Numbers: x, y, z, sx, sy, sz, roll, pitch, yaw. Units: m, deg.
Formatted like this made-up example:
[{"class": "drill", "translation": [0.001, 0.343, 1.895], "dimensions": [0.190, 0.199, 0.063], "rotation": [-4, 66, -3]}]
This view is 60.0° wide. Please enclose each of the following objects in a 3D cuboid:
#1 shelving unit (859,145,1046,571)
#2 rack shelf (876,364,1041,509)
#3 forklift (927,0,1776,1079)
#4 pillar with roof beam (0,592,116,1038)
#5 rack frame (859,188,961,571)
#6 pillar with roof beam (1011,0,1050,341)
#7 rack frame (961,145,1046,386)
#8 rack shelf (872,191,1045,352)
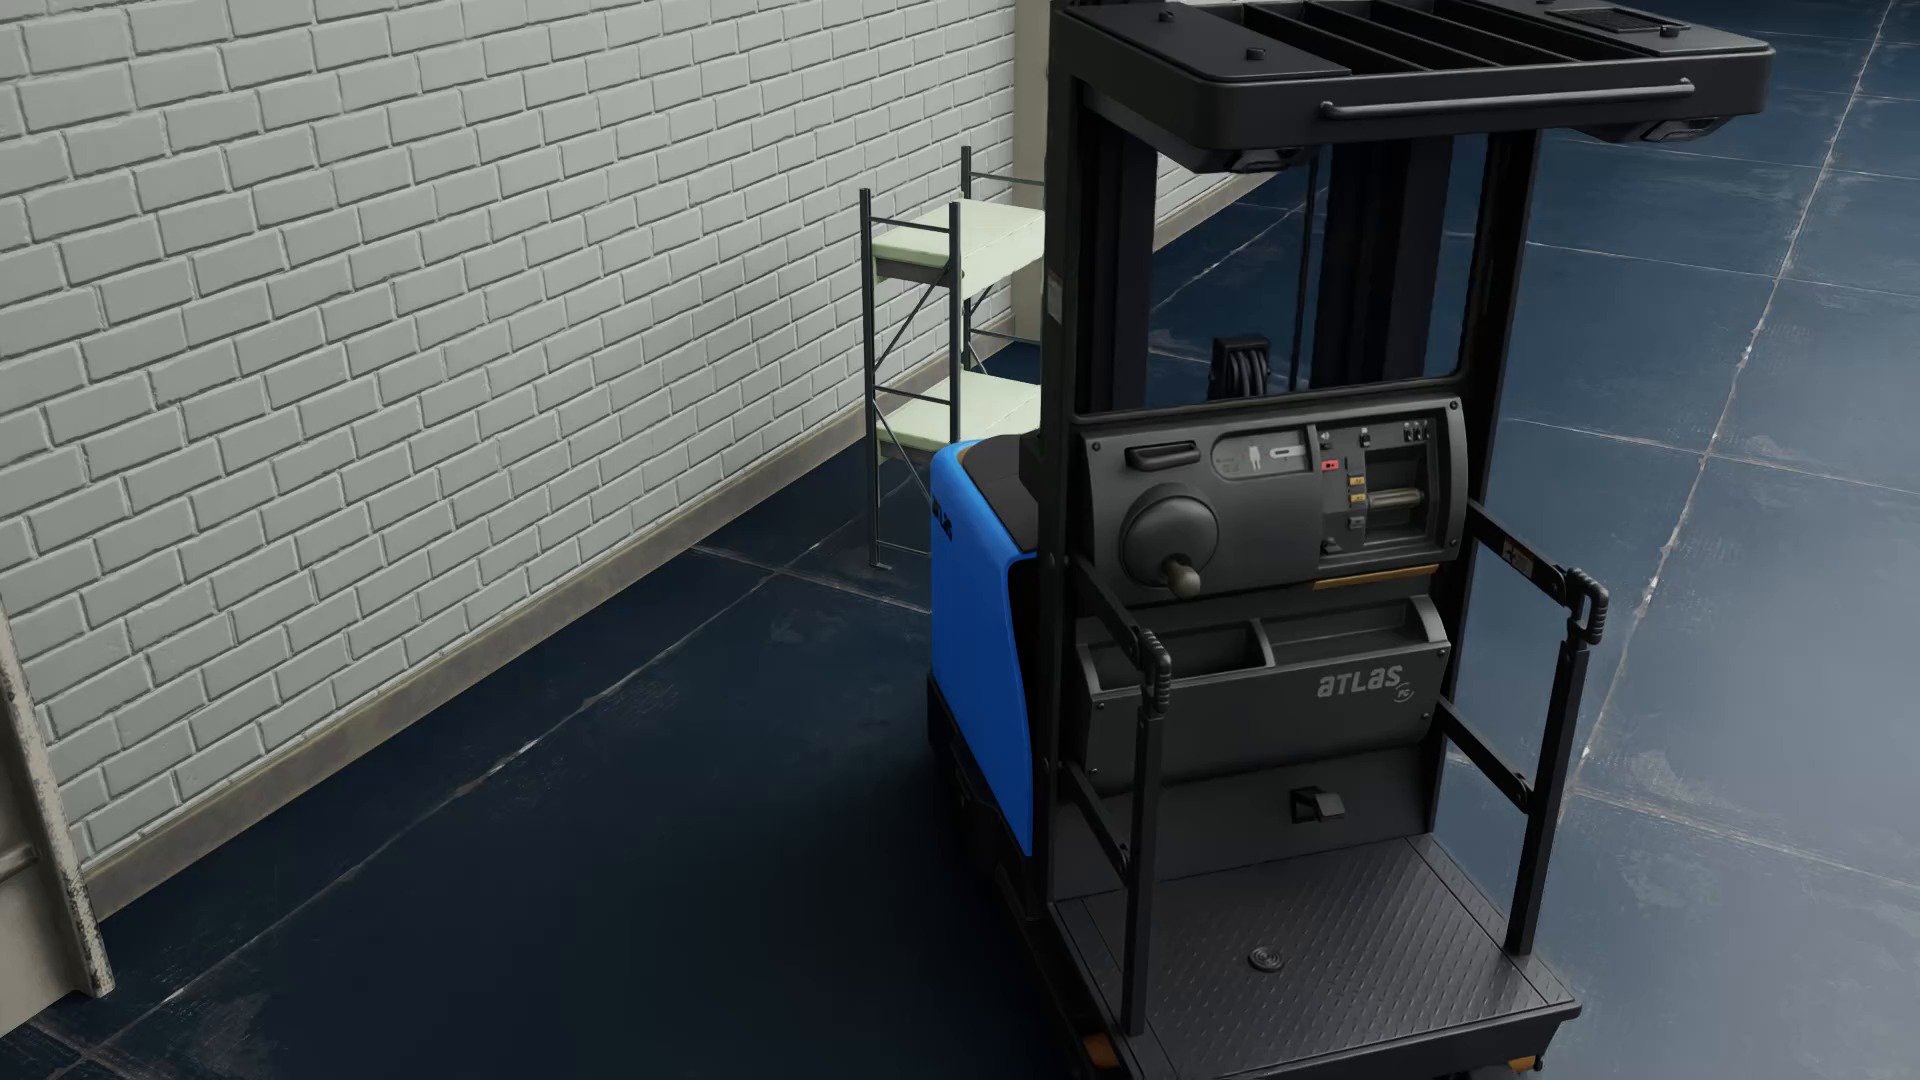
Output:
[{"class": "shelving unit", "translation": [0.003, -0.673, 6.419], "dimensions": [0.431, 1.500, 0.755], "rotation": [14, 30, 26]}, {"class": "rack shelf", "translation": [0.003, -0.382, 6.565], "dimensions": [0.431, 0.370, 0.720], "rotation": [14, 30, 26]}, {"class": "forklift", "translation": [0.790, -0.063, 3.601], "dimensions": [1.130, 2.935, 3.031], "rotation": [-7, 27, -14]}, {"class": "pillar with roof beam", "translation": [1.289, -1.854, 0.400], "dimensions": [9.100, 9.000, 0.400], "rotation": [14, 30, 26]}, {"class": "rack frame", "translation": [-0.177, -0.531, 6.135], "dimensions": [0.400, 1.500, 0.023], "rotation": [14, 30, 26]}, {"class": "pillar with roof beam", "translation": [4.241, -4.192, 5.071], "dimensions": [9.100, 9.000, 0.400], "rotation": [14, 30, 26]}, {"class": "rack frame", "translation": [0.183, -0.816, 6.704], "dimensions": [0.400, 1.500, 0.023], "rotation": [14, 30, 26]}, {"class": "rack shelf", "translation": [0.003, -1.022, 6.245], "dimensions": [0.431, 0.370, 0.720], "rotation": [14, 30, 26]}]
